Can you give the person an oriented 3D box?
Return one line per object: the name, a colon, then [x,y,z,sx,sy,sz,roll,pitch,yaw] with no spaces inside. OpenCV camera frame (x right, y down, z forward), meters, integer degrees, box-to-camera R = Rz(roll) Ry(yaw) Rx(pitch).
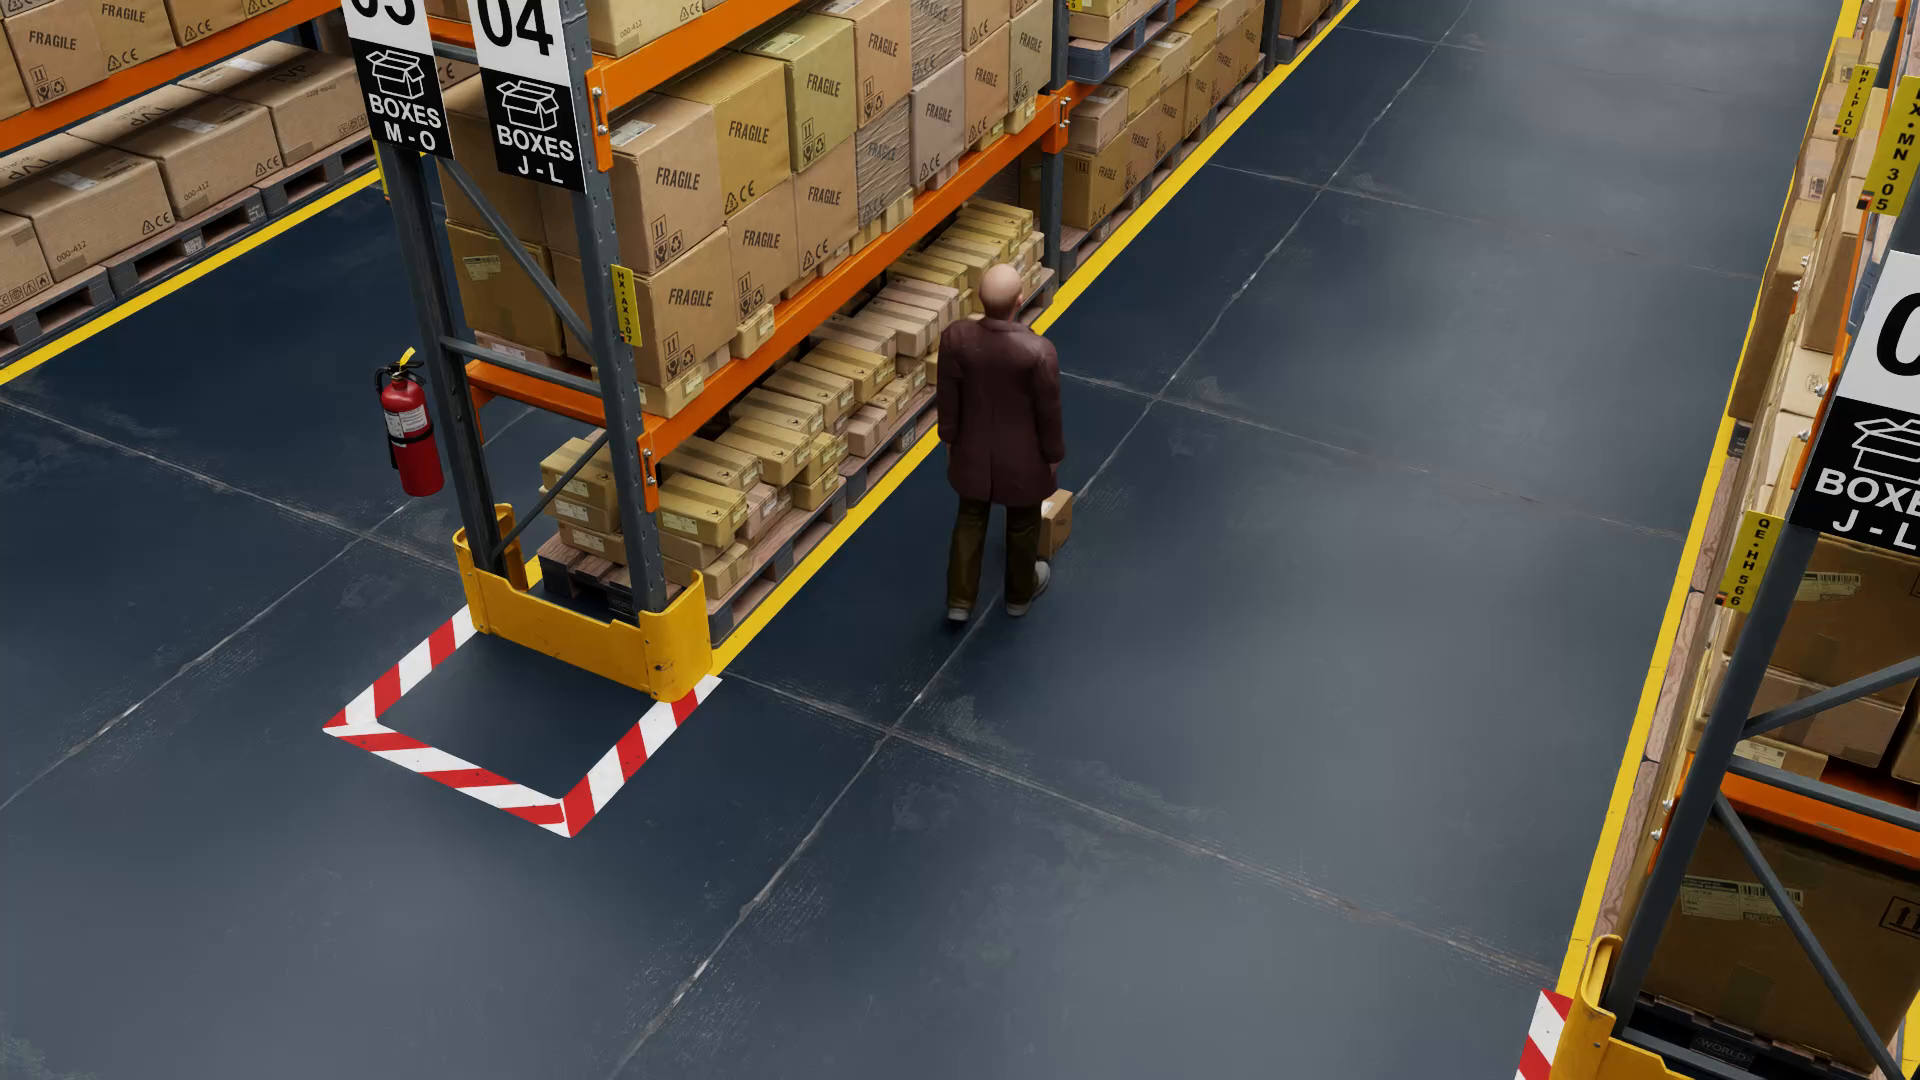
person: [0.185,-0.400,7.313,0.583,1.824,0.580,15,40,18]
